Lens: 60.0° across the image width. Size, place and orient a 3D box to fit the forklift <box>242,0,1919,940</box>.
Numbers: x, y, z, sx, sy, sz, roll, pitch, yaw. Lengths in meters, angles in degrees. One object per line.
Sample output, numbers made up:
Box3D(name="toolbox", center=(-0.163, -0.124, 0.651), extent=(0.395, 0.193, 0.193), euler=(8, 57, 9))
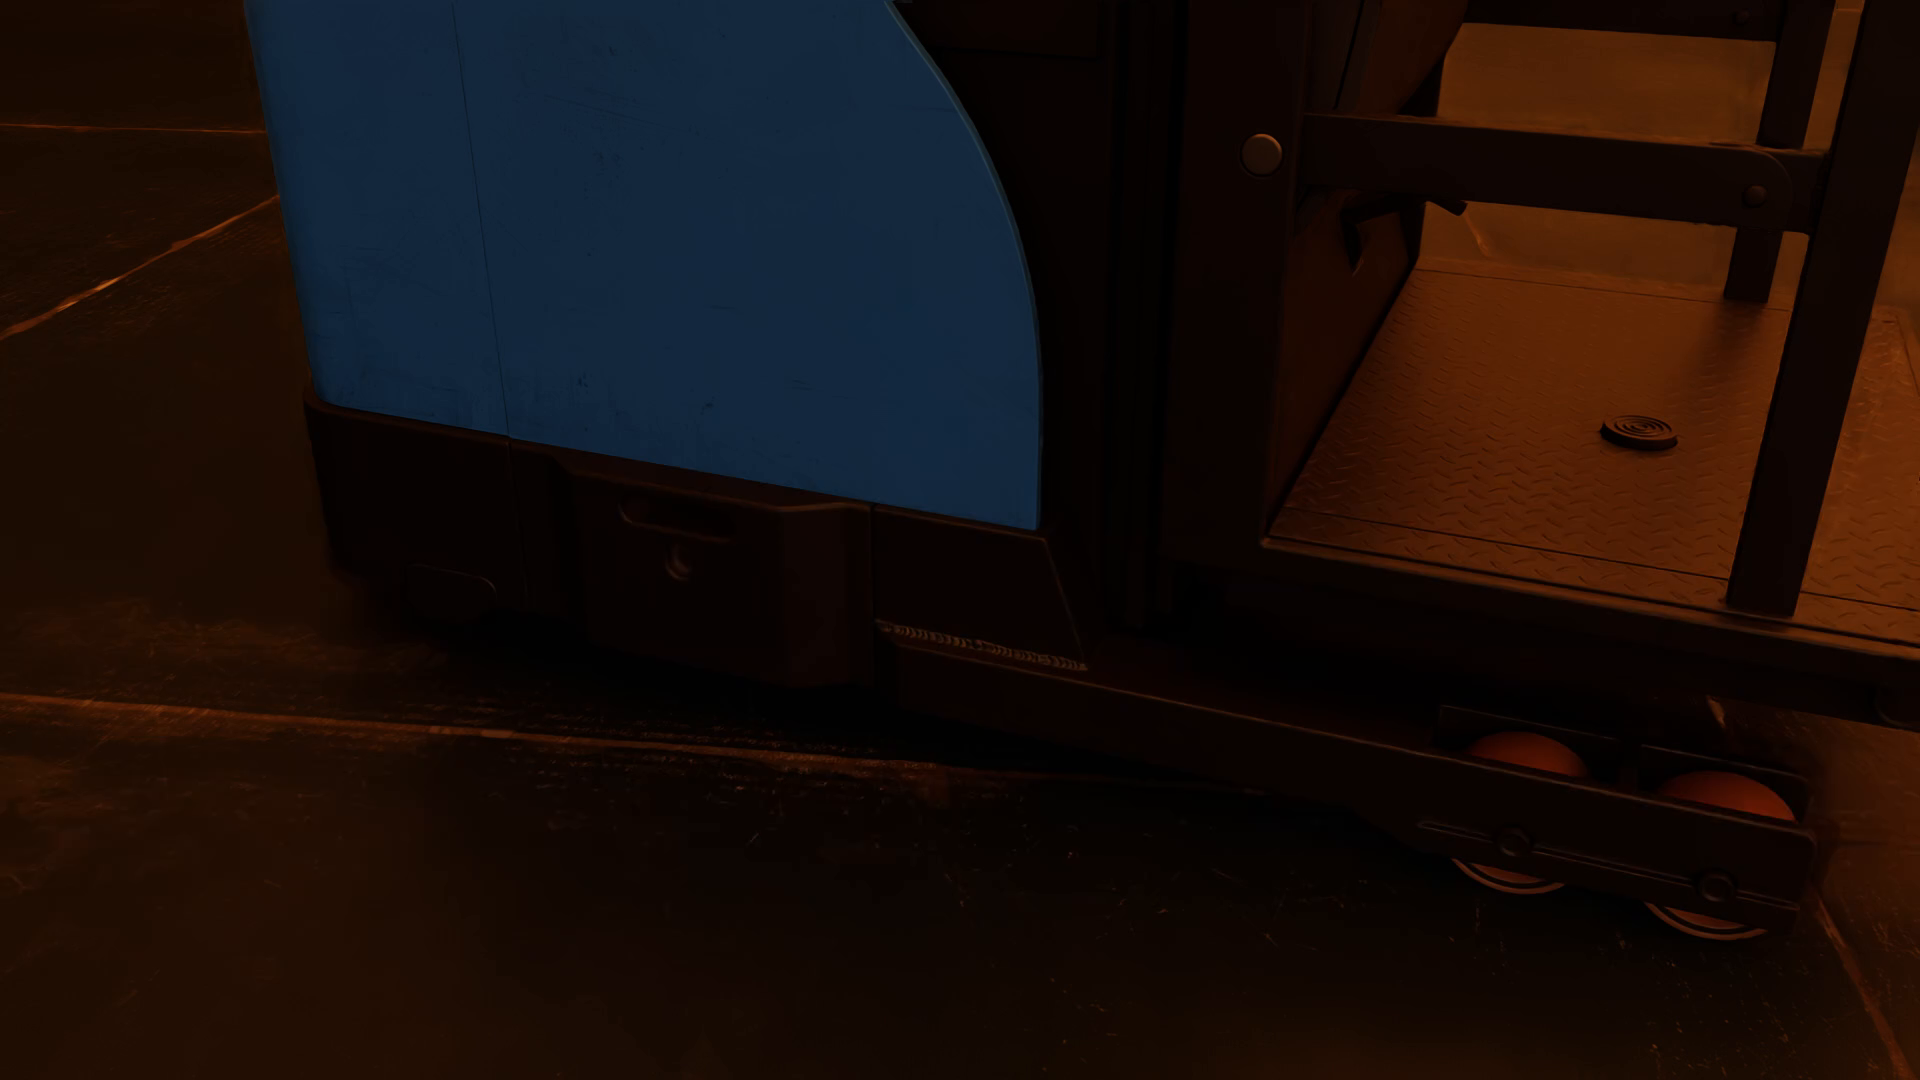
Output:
Box3D(name="forklift", center=(0.696, -1.176, 1.575), extent=(3.031, 2.935, 1.130), euler=(10, 28, 20))
